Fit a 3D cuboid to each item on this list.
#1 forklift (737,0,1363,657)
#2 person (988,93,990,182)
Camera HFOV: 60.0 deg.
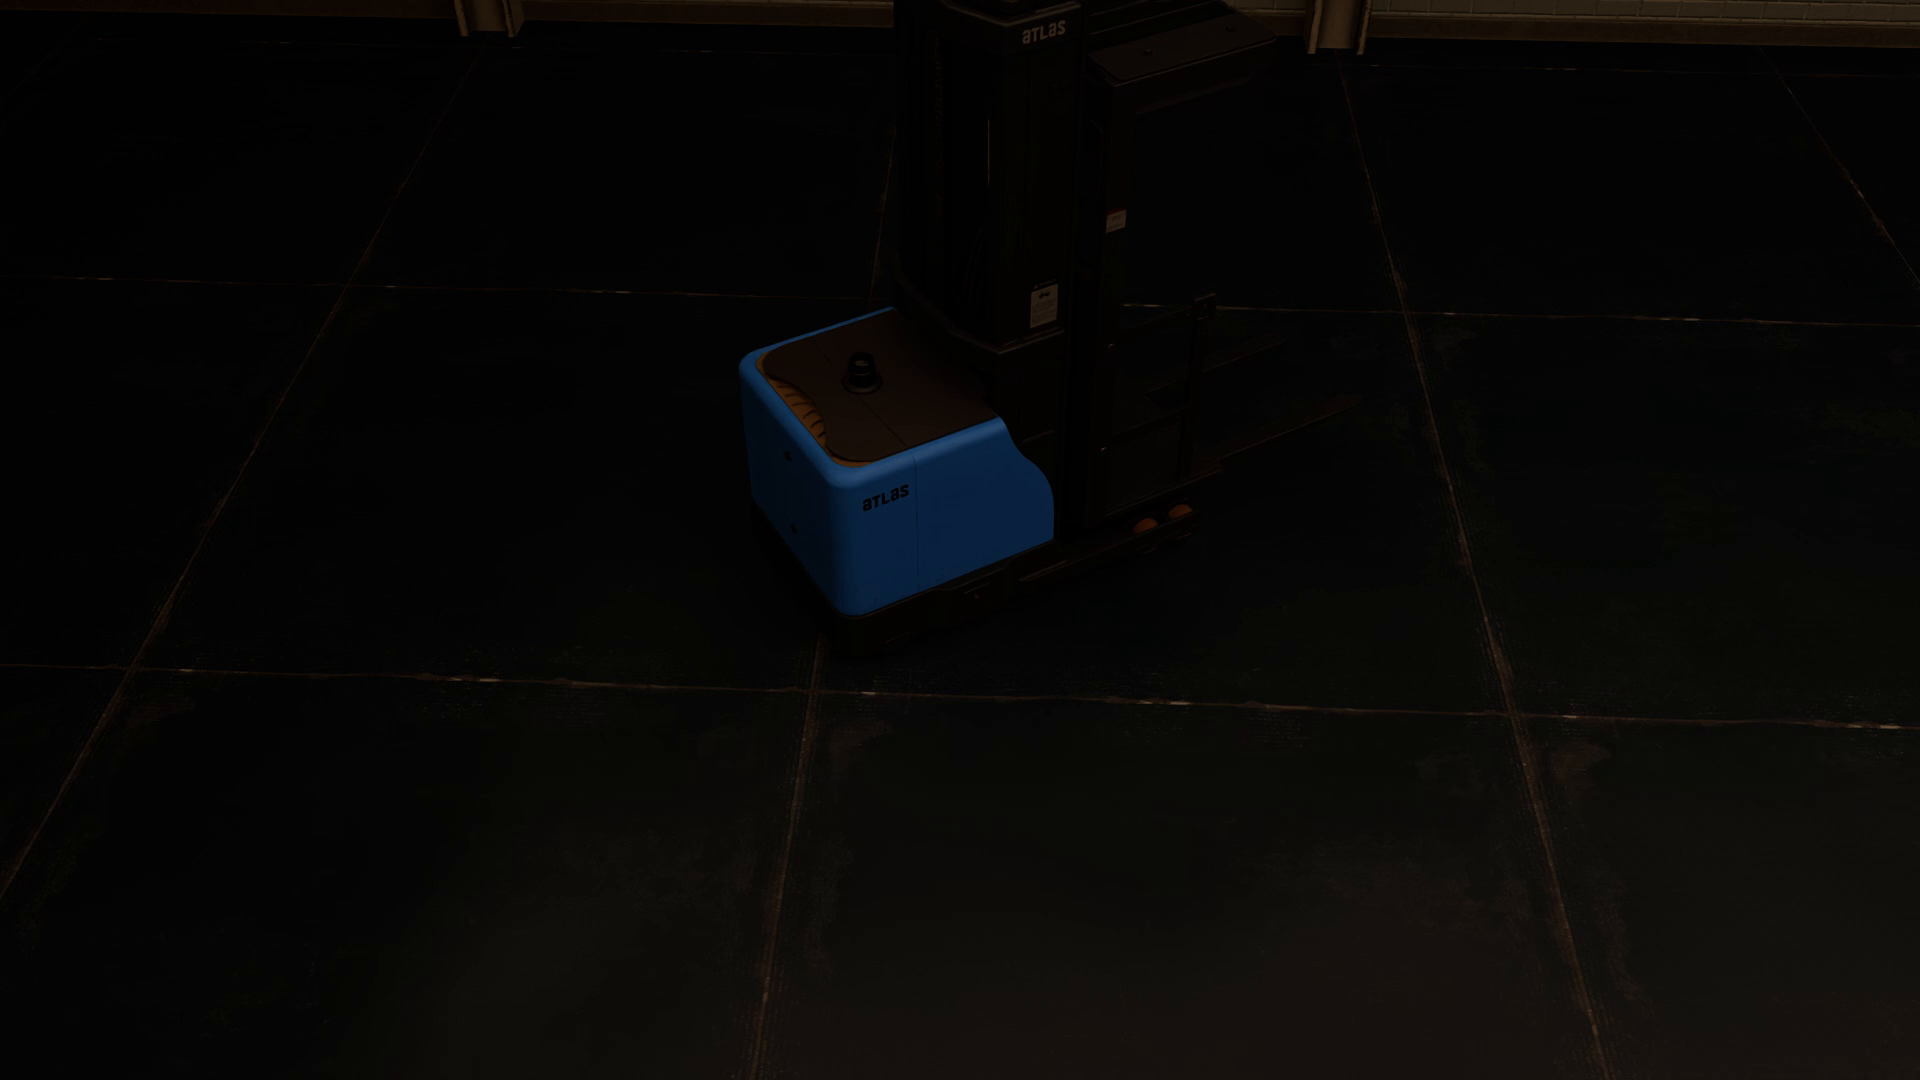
[{"bbox_3d":[0.554,-1.308,7.175,3.031,2.935,1.130,-21,47,-22],"label":"forklift"},{"bbox_3d":[0.121,-1.890,8.669,0.561,1.770,0.670,0,42,0],"label":"person"}]
